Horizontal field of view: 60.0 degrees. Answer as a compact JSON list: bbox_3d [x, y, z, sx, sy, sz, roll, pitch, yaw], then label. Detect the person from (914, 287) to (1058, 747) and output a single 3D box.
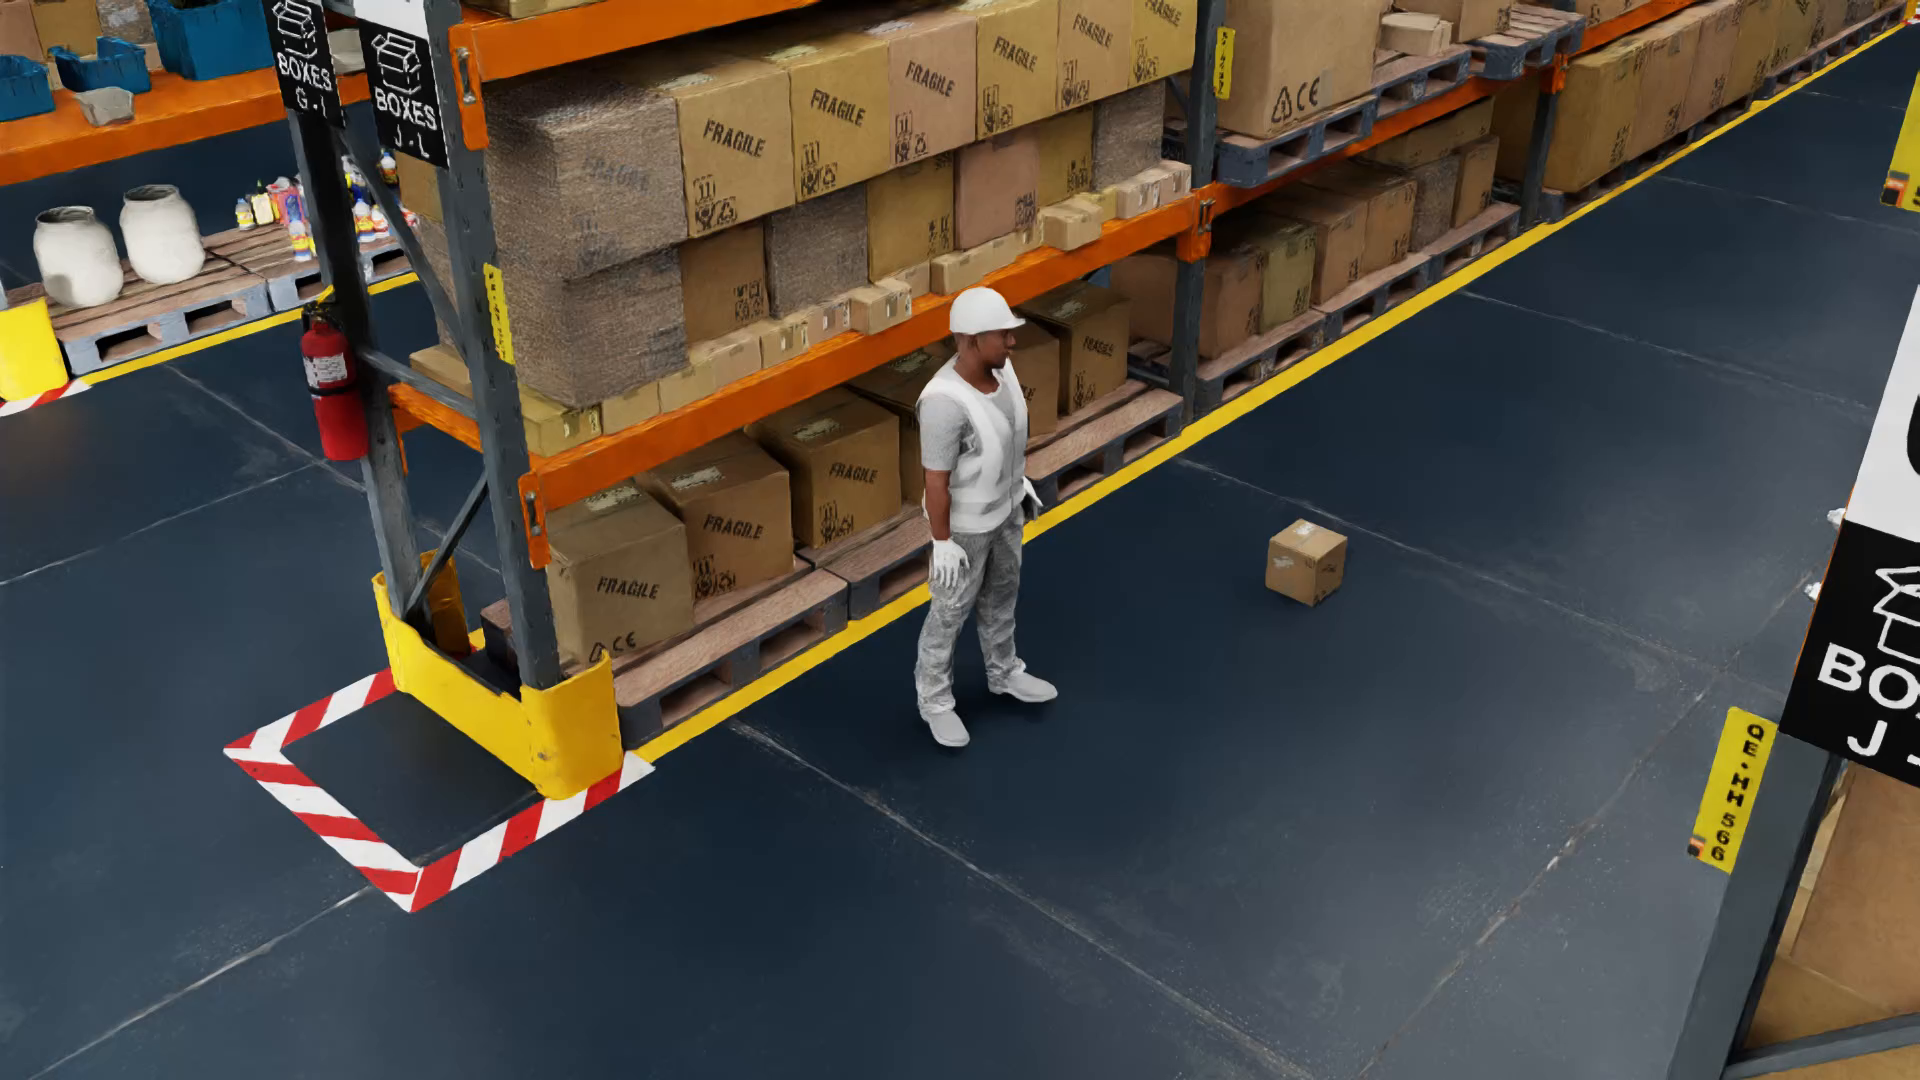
[{"bbox_3d":[0.106,-0.086,6.205,0.479,1.780,0.618,16,35,25],"label":"person"}]
